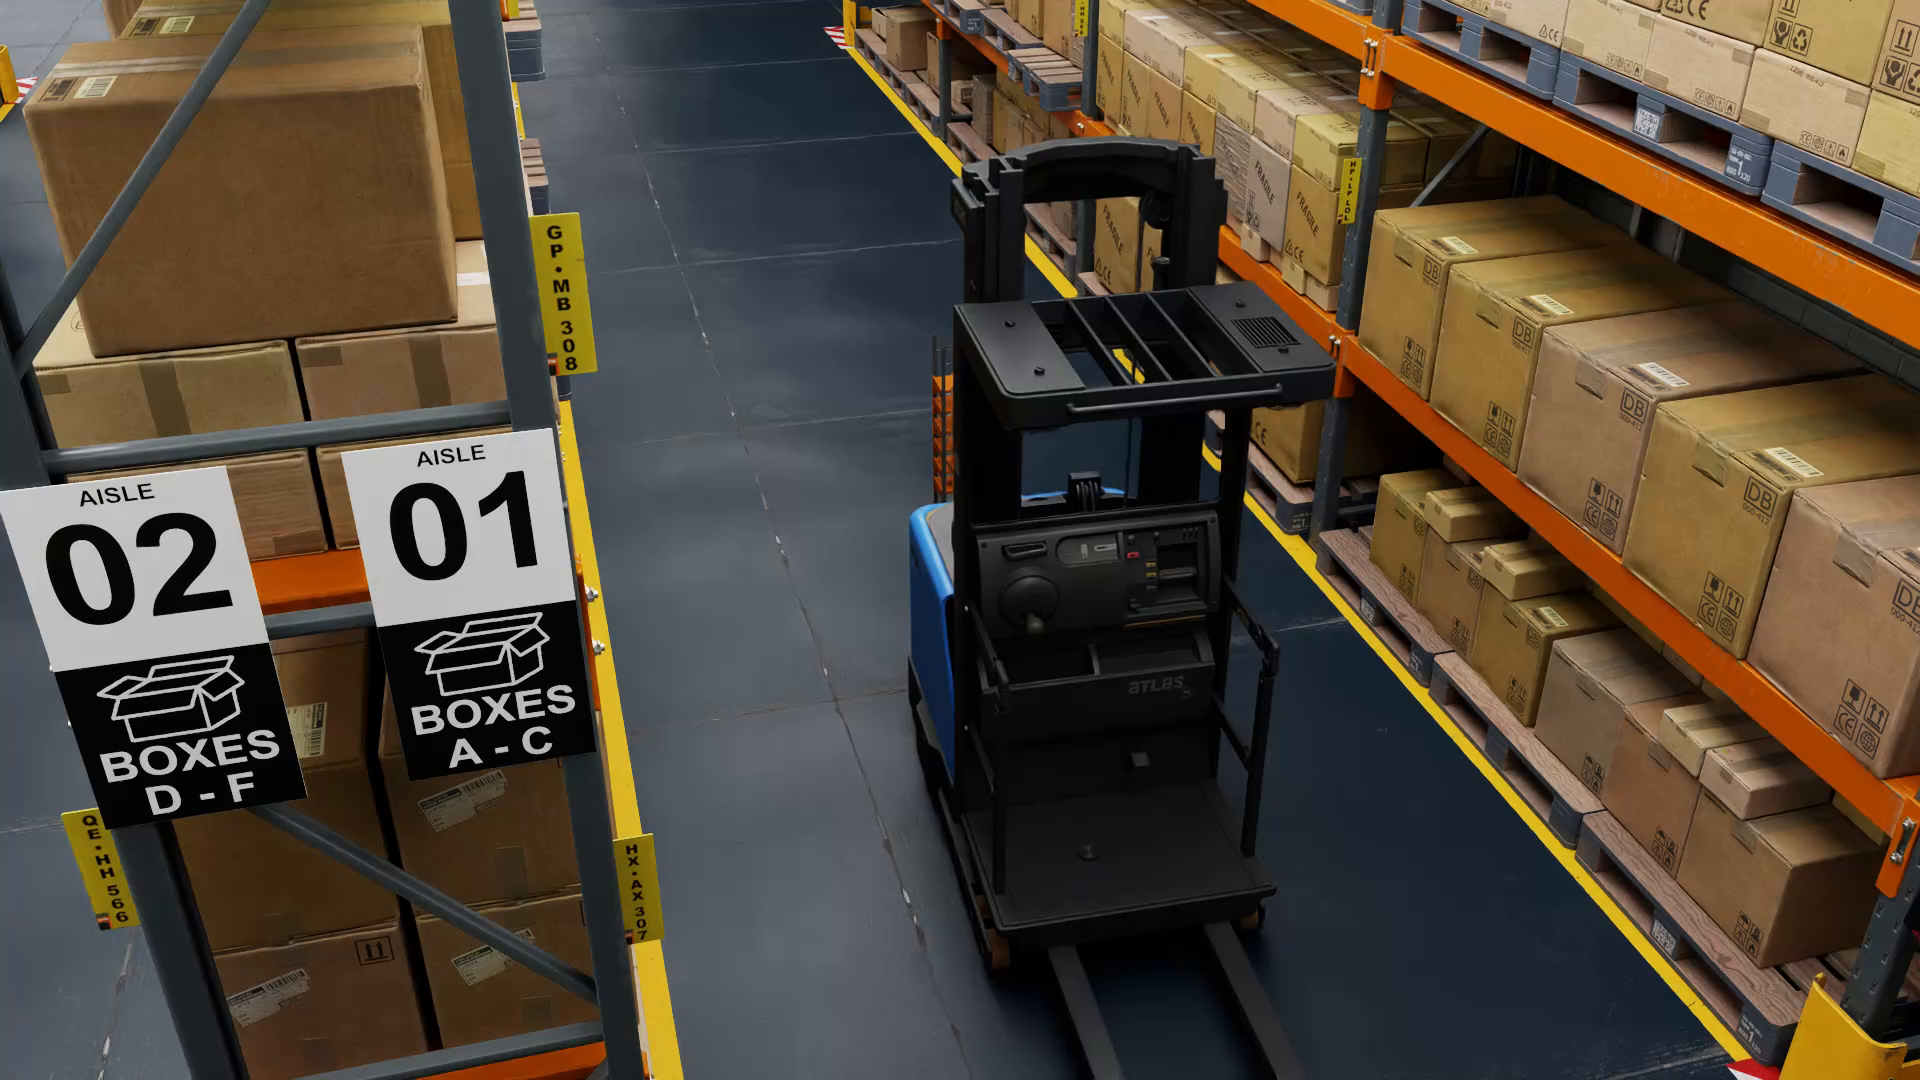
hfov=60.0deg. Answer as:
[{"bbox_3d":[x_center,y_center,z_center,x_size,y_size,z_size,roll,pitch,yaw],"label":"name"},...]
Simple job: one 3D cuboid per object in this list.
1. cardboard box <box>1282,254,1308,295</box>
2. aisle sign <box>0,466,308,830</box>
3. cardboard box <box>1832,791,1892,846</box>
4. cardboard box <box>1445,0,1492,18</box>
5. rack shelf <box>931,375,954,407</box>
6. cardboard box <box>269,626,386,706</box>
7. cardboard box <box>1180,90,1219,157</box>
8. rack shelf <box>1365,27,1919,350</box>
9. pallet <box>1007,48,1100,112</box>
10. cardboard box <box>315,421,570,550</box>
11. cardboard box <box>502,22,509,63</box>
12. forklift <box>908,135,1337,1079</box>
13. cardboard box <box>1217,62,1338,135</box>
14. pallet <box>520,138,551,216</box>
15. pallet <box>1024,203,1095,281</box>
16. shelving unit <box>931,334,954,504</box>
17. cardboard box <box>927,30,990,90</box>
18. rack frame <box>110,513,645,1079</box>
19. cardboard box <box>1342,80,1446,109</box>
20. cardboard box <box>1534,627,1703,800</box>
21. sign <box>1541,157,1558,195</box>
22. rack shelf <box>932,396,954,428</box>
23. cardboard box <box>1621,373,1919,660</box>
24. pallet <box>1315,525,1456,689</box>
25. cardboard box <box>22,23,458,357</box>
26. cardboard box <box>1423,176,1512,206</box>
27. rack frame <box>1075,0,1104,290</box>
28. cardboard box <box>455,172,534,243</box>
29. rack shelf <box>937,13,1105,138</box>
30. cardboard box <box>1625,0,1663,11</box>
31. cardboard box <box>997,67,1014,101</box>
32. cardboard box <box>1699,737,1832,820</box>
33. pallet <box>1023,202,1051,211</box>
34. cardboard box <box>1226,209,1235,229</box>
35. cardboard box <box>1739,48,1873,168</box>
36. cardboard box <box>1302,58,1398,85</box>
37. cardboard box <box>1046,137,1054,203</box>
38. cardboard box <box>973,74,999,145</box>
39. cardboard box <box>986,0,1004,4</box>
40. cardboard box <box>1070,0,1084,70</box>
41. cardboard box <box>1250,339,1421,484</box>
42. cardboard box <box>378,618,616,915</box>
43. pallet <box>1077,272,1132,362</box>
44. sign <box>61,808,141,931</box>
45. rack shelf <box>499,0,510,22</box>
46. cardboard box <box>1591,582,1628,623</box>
[{"bbox_3d":[1.972,-1.457,9.003,0.380,0.149,0.250,-7,31,-12],"label":"cardboard box"},{"bbox_3d":[-1.566,0.229,3.266,0.394,0.787,0.004,-8,31,-13],"label":"aisle sign"},{"bbox_3d":[3.430,0.948,6.047,0.380,0.149,0.250,-8,31,-13],"label":"cardboard box"},{"bbox_3d":[2.354,-2.402,7.042,0.500,0.250,0.500,-8,31,-13],"label":"cardboard box"},{"bbox_3d":[-0.004,-0.799,8.803,0.258,0.103,0.180,-8,31,-13],"label":"rack shelf"},{"bbox_3d":[-1.807,0.382,4.498,0.500,0.500,0.500,-7,31,-12],"label":"cardboard box"},{"bbox_3d":[1.652,-2.412,10.006,0.500,0.500,0.500,-7,31,-12],"label":"cardboard box"},{"bbox_3d":[2.956,-1.333,6.283,1.077,0.370,4.000,-8,31,-13],"label":"rack shelf"},{"bbox_3d":[1.071,-3.491,12.479,1.213,0.211,1.003,-8,31,-13],"label":"pallet"},{"bbox_3d":[-1.180,-0.235,3.817,0.500,0.250,0.500,-8,31,-13],"label":"cardboard box"},{"bbox_3d":[-1.830,-1.661,5.782,0.500,0.250,0.500,-8,31,-13],"label":"cardboard box"},{"bbox_3d":[0.571,0.178,6.017,1.130,2.935,3.031,-6,31,-11],"label":"forklift"},{"bbox_3d":[1.792,-2.504,9.416,0.500,0.250,0.500,-7,31,-12],"label":"cardboard box"},{"bbox_3d":[-3.164,-2.183,10.218,1.213,0.211,1.003,-8,31,-13],"label":"pallet"},{"bbox_3d":[1.157,-2.415,13.212,1.003,0.211,1.213,-8,31,-13],"label":"pallet"},{"bbox_3d":[-0.004,-0.526,8.962,0.258,1.200,0.189,-8,31,-13],"label":"shelving unit"},{"bbox_3d":[-0.013,-4.781,16.571,0.500,0.500,0.500,-10,32,-17],"label":"cardboard box"},{"bbox_3d":[-1.289,1.280,4.044,1.000,3.000,0.127,-8,31,-13],"label":"rack frame"},{"bbox_3d":[2.409,-2.326,9.109,0.500,0.250,0.500,-7,31,-13],"label":"cardboard box"},{"bbox_3d":[2.937,0.710,7.104,0.700,0.500,0.500,-9,31,-15],"label":"cardboard box"},{"bbox_3d":[2.959,-1.796,8.415,0.100,0.325,0.005,-8,31,-13],"label":"sign"},{"bbox_3d":[-0.004,-0.696,8.864,0.258,0.103,0.180,-8,31,-13],"label":"rack shelf"},{"bbox_3d":[3.138,-0.105,6.138,0.980,0.700,0.700,-8,31,-14],"label":"cardboard box"},{"bbox_3d":[2.551,0.272,8.569,1.003,0.211,1.213,-8,31,-13],"label":"pallet"},{"bbox_3d":[-1.441,-0.740,3.442,0.700,0.500,0.500,-8,31,-13],"label":"cardboard box"},{"bbox_3d":[2.546,-1.749,8.860,0.500,0.500,0.500,-9,31,-15],"label":"cardboard box"},{"bbox_3d":[1.363,-3.244,11.861,1.000,3.000,0.127,-8,31,-13],"label":"rack frame"},{"bbox_3d":[-1.300,-0.695,4.112,0.500,0.250,0.500,-8,31,-13],"label":"cardboard box"},{"bbox_3d":[0.832,-3.899,13.710,1.077,0.370,4.000,-8,31,-13],"label":"rack shelf"},{"bbox_3d":[2.622,-2.228,5.993,0.500,0.500,0.500,-8,31,-13],"label":"cardboard box"},{"bbox_3d":[0.633,-4.044,14.550,0.500,0.250,0.500,-8,31,-14],"label":"cardboard box"},{"bbox_3d":[2.994,0.876,6.170,0.380,0.149,0.250,-8,31,-14],"label":"cardboard box"},{"bbox_3d":[0.837,-3.003,14.228,1.003,0.211,1.213,-8,31,-13],"label":"pallet"},{"bbox_3d":[1.767,-1.957,9.868,0.380,0.149,0.250,-9,31,-15],"label":"cardboard box"},{"bbox_3d":[2.897,-1.408,5.325,0.500,0.250,0.500,-9,31,-15],"label":"cardboard box"},{"bbox_3d":[2.271,-2.568,9.526,0.500,0.250,0.500,-9,31,-15],"label":"cardboard box"},{"bbox_3d":[1.097,-2.958,13.422,0.700,0.500,0.500,-8,31,-13],"label":"cardboard box"},{"bbox_3d":[0.513,-3.931,15.104,0.700,0.500,0.500,-7,31,-12],"label":"cardboard box"},{"bbox_3d":[0.545,-4.889,14.163,0.700,0.500,0.500,-5,30,-8],"label":"cardboard box"},{"bbox_3d":[1.229,-3.704,12.115,0.700,0.500,0.500,-12,32,-19],"label":"cardboard box"},{"bbox_3d":[2.127,-0.860,9.469,0.750,0.750,0.750,-7,31,-13],"label":"cardboard box"},{"bbox_3d":[-1.152,0.555,4.200,0.500,0.500,0.500,-7,31,-12],"label":"cardboard box"},{"bbox_3d":[1.500,-1.647,11.884,1.003,0.211,1.213,-8,31,-13],"label":"pallet"},{"bbox_3d":[-1.829,0.706,3.564,0.100,0.325,0.005,-8,31,-13],"label":"sign"},{"bbox_3d":[-1.819,-1.970,4.391,1.077,0.370,4.000,-8,31,-13],"label":"rack shelf"},{"bbox_3d":[3.025,0.213,7.315,0.380,0.149,0.250,-8,31,-14],"label":"cardboard box"}]
